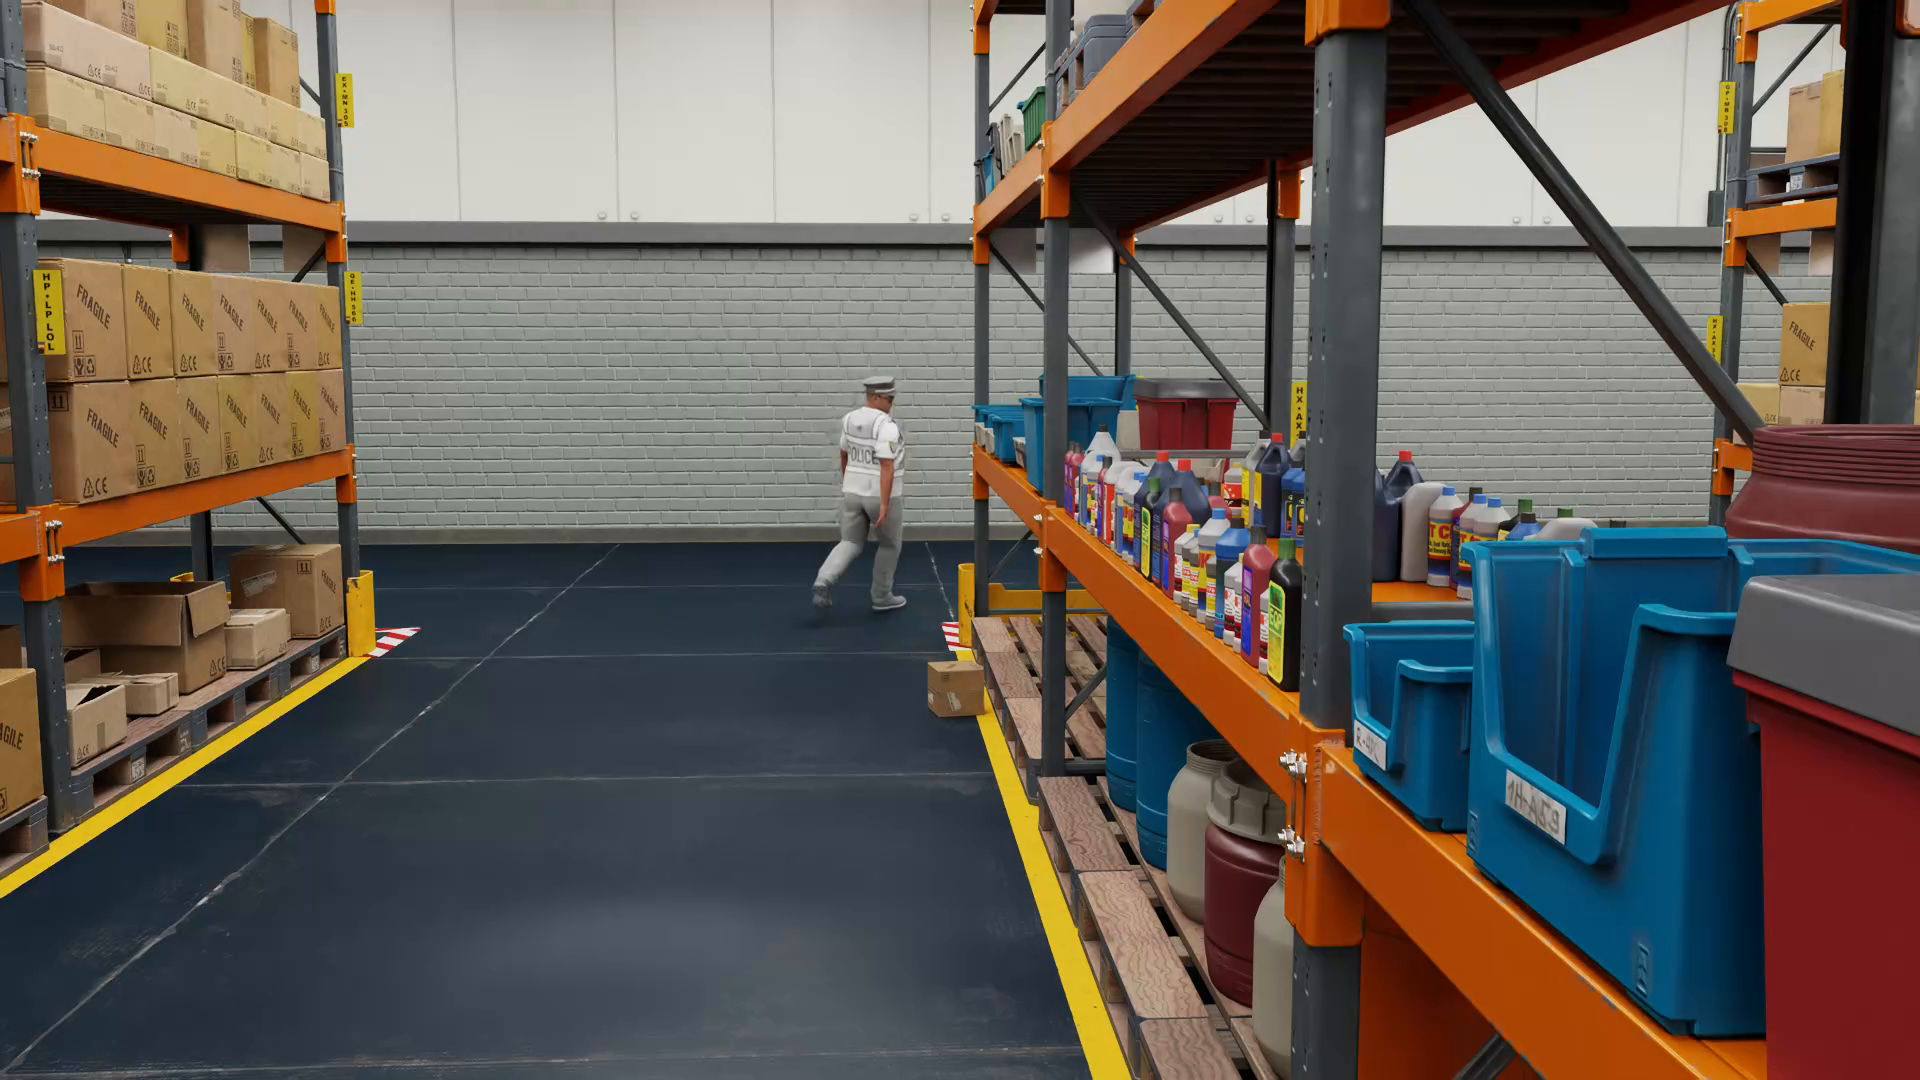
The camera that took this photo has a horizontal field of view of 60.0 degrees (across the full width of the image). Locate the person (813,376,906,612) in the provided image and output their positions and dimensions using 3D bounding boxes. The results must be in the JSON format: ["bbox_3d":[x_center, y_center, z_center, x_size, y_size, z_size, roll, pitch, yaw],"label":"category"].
[{"bbox_3d":[-0.664,-0.316,11.846,0.612,1.704,0.910,5,8,34],"label":"person"}]
